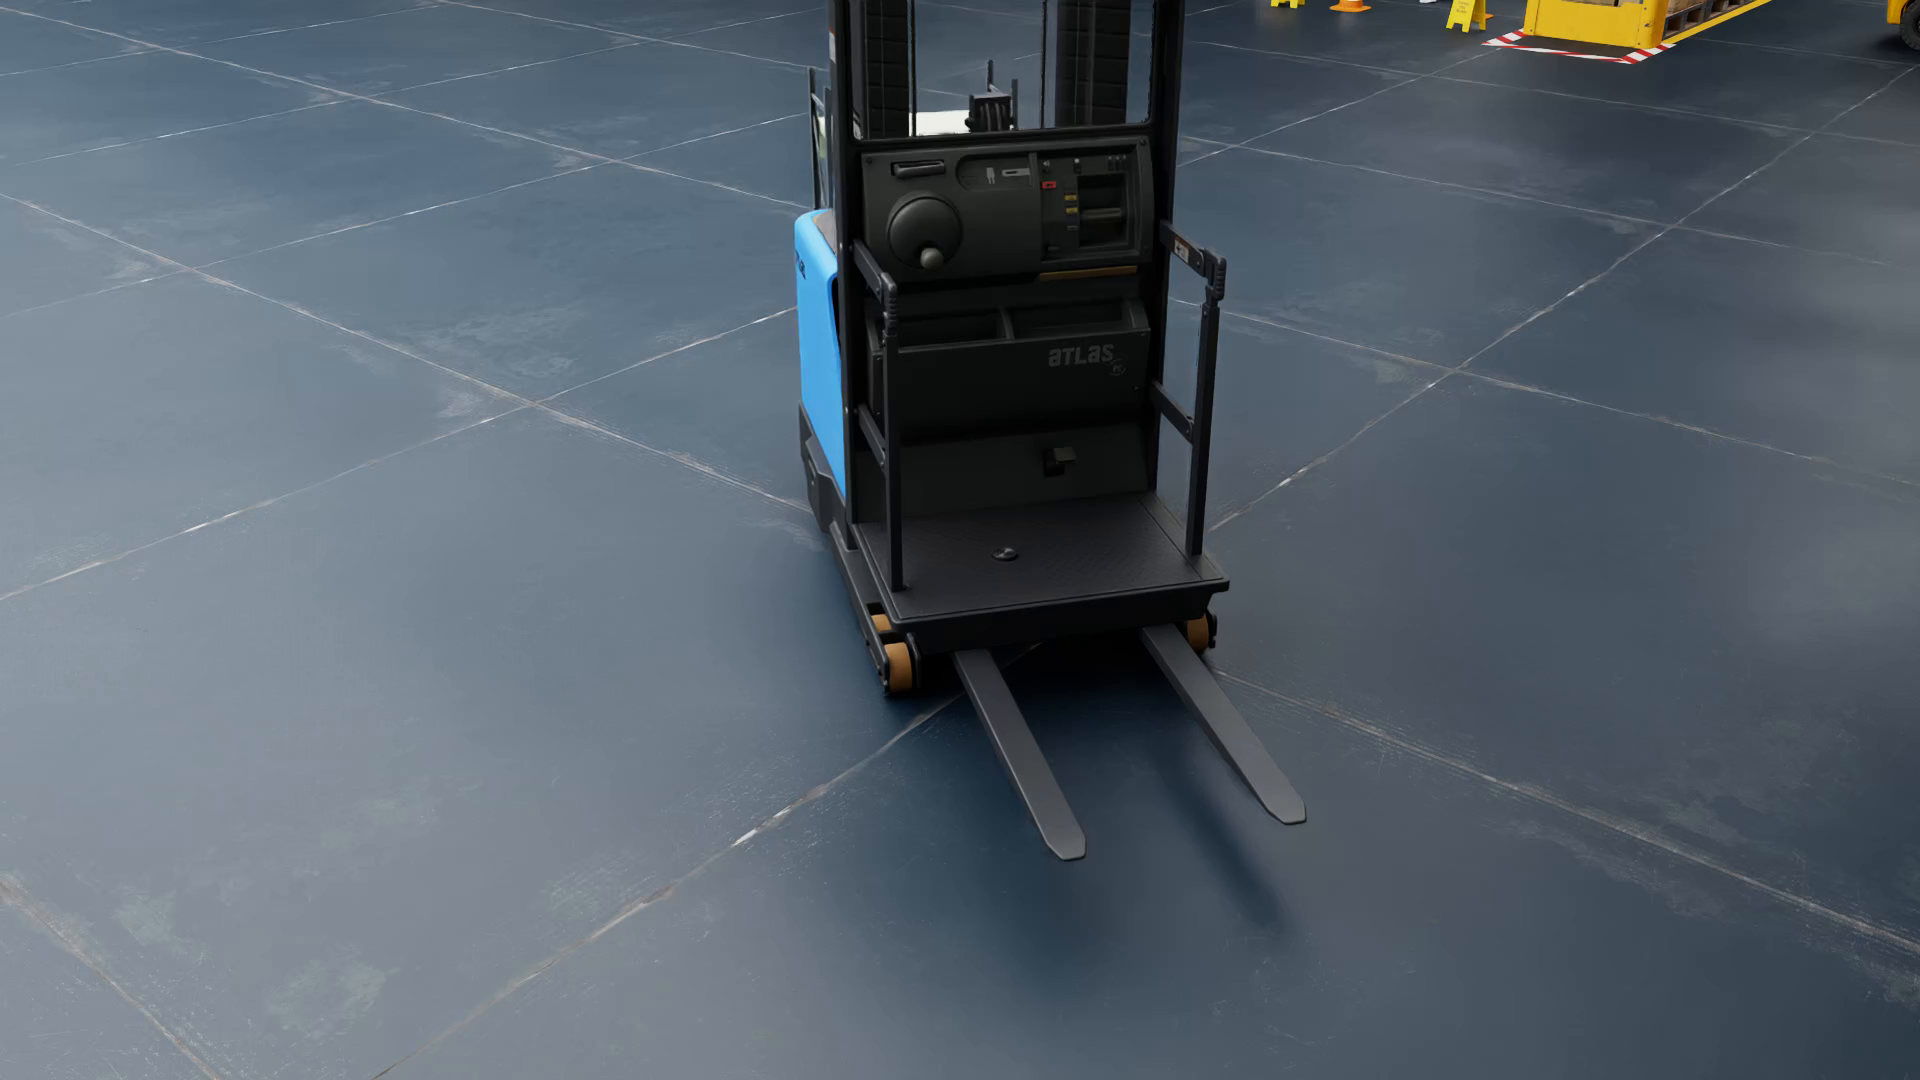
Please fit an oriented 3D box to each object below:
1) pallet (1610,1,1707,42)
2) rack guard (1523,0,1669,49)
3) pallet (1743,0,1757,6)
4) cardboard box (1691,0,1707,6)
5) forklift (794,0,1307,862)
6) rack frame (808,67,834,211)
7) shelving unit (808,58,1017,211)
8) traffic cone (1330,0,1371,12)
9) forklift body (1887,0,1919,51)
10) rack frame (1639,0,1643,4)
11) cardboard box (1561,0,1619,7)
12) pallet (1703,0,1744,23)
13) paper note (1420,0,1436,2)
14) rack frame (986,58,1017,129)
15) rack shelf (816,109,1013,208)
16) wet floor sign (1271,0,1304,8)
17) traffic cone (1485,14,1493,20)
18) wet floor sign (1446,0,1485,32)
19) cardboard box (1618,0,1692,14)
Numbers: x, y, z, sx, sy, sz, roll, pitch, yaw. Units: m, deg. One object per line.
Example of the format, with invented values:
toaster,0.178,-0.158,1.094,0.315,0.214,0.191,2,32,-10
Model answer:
pallet,6.222,-4.884,15.462,1.003,0.211,1.213,21,34,34
rack guard,5.678,-4.735,14.859,1.175,0.500,0.348,21,34,34
pallet,7.774,-5.750,17.134,1.003,0.211,1.213,21,34,34
cardboard box,6.687,-5.168,15.510,0.500,0.250,0.500,22,35,36
forklift,0.211,-1.006,5.005,1.130,2.935,3.031,-7,28,-13
rack frame,-0.546,-1.126,6.787,0.023,1.500,0.400,-6,27,-12
shelving unit,-0.190,-1.166,6.864,0.755,1.500,0.431,-6,27,-12
traffic cone,3.835,-5.425,16.233,0.336,0.463,0.334,21,34,34
forklift body,9.261,-5.198,13.956,2.313,2.155,1.214,21,34,34
rack frame,5.630,-5.818,14.233,1.000,3.000,0.127,21,34,34
cardboard box,5.952,-5.157,15.490,0.500,0.250,0.500,21,34,34
pallet,6.999,-5.315,16.295,1.003,0.211,1.213,21,34,34
paper note,4.695,-5.417,16.687,0.148,0.019,0.142,9,29,17
rack frame,0.165,-1.206,6.942,0.023,1.500,0.400,-6,27,-12
rack shelf,-0.192,-1.515,6.690,0.720,0.370,0.431,-6,27,-12
wet floor sign,3.256,-5.595,16.362,0.267,0.644,0.232,15,31,26
traffic cone,4.908,-5.221,15.839,0.336,0.463,0.334,21,34,34
wet floor sign,4.684,-5.018,15.248,0.232,0.644,0.267,-15,31,-27
cardboard box,6.357,-4.989,15.164,0.500,0.250,0.500,20,34,34
